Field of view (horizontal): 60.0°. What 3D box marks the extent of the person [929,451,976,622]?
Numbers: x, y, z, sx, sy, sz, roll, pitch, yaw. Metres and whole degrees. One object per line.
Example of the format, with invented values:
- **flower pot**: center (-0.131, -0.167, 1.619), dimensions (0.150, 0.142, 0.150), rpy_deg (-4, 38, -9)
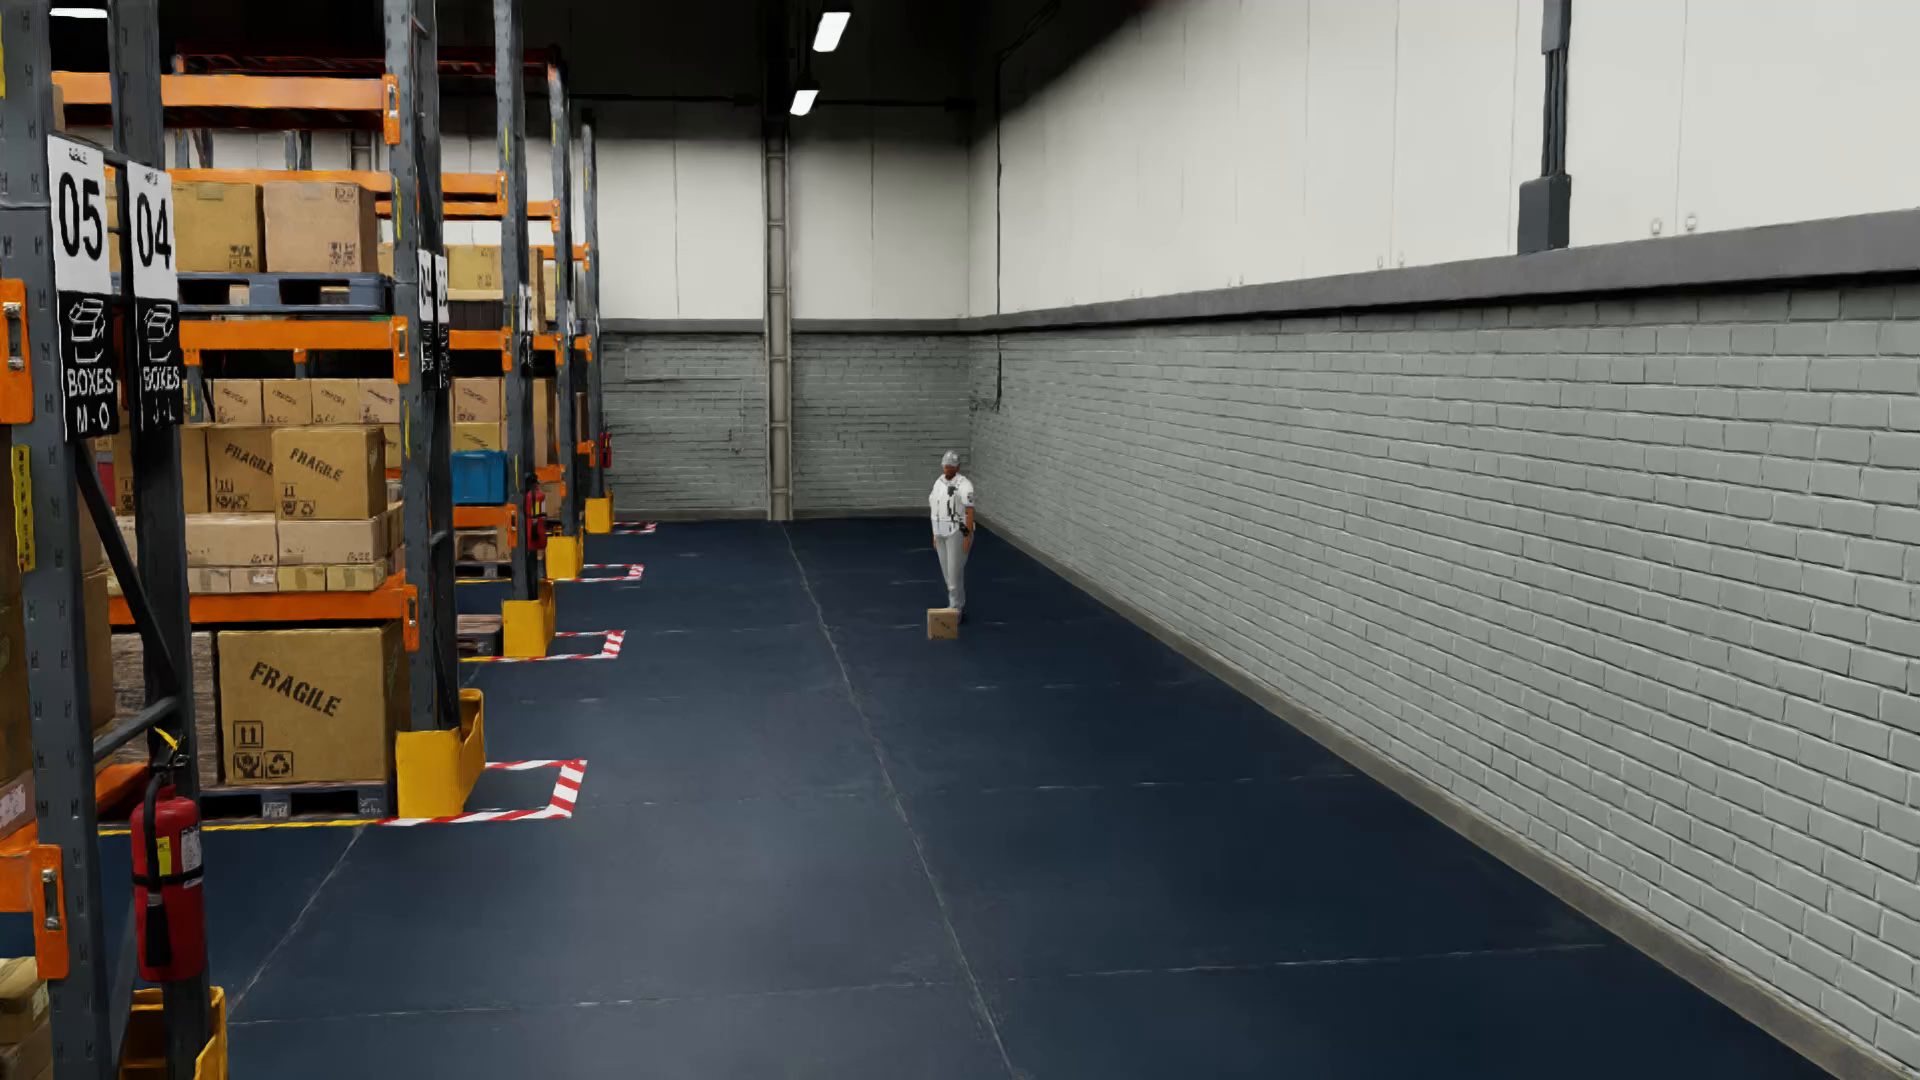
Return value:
- **person**: center (-0.084, -0.041, 16.172), dimensions (0.523, 1.666, 0.505), rpy_deg (-6, 9, -40)
